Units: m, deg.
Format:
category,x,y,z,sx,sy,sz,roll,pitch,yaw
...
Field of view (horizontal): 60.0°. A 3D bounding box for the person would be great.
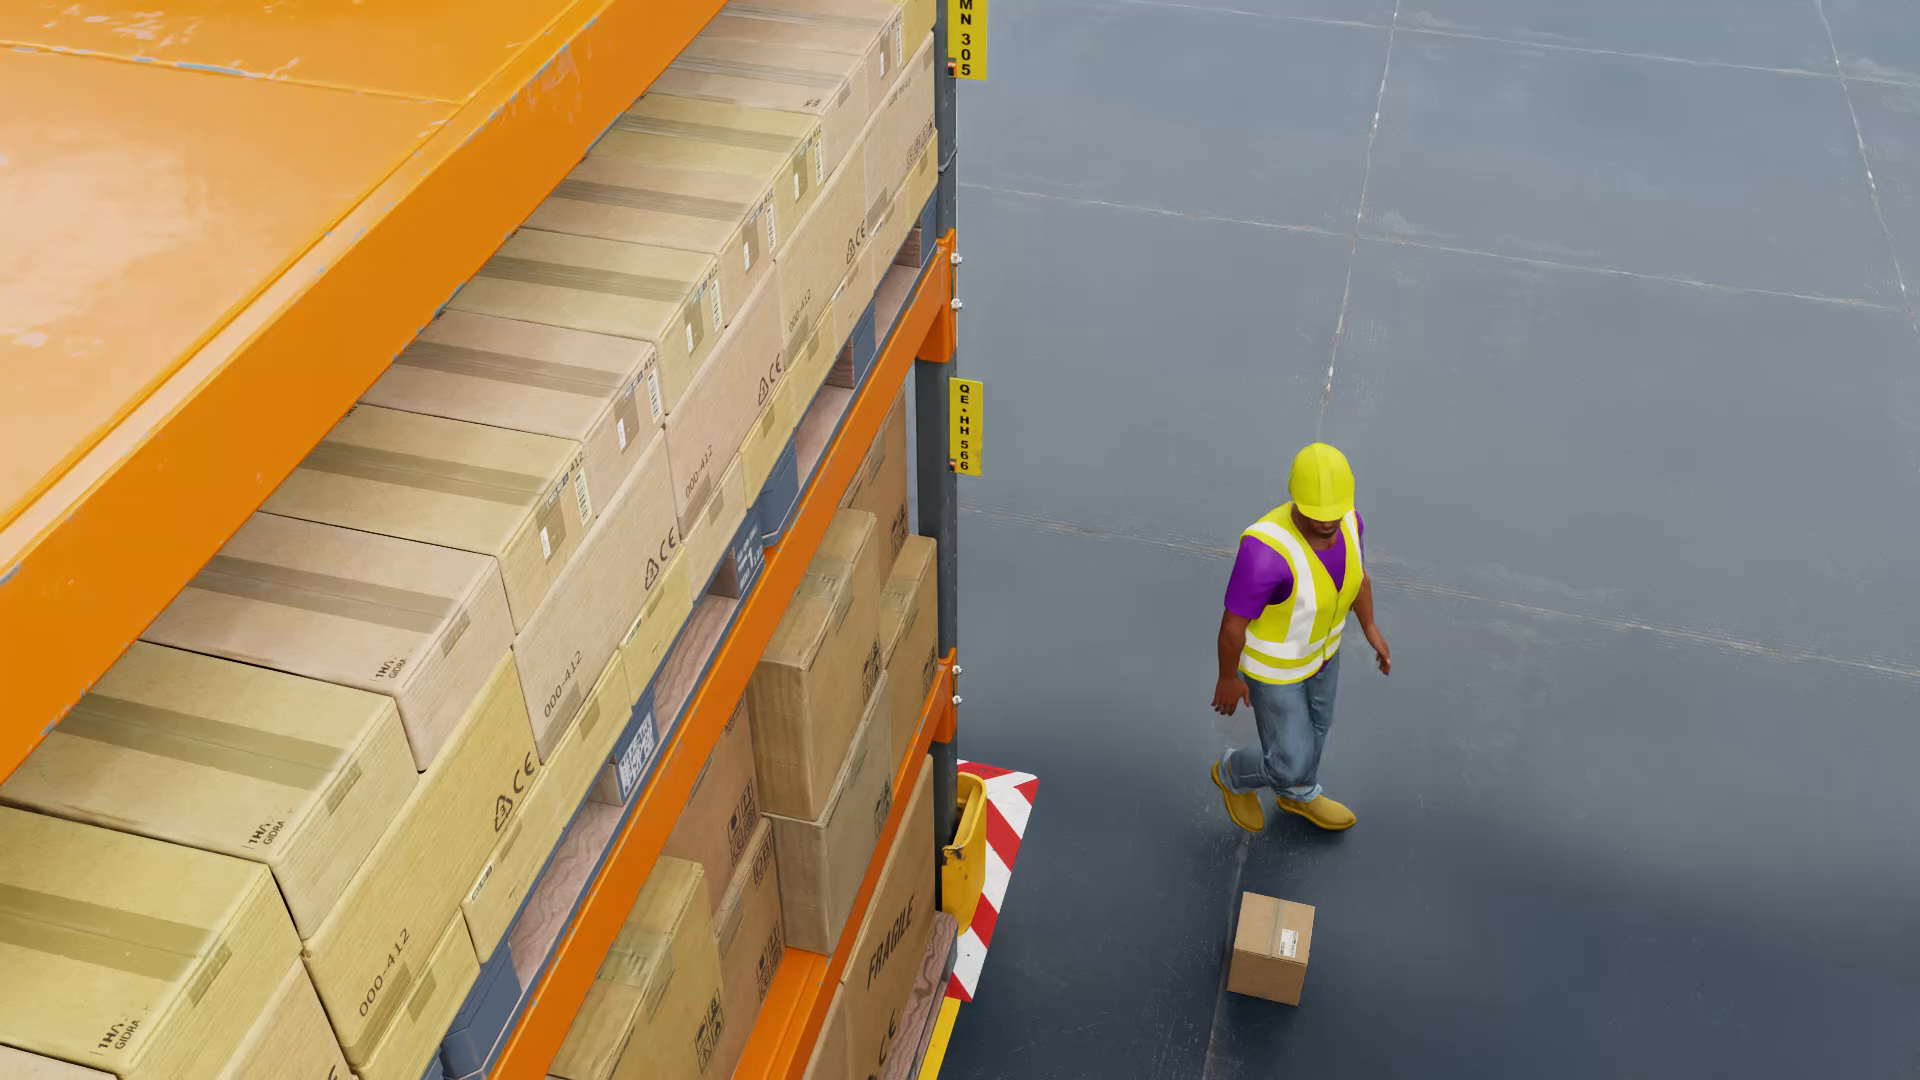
category,x,y,z,sx,sy,sz,roll,pitch,yaw
person,1.190,0.408,5.787,0.505,1.770,0.633,30,49,30
